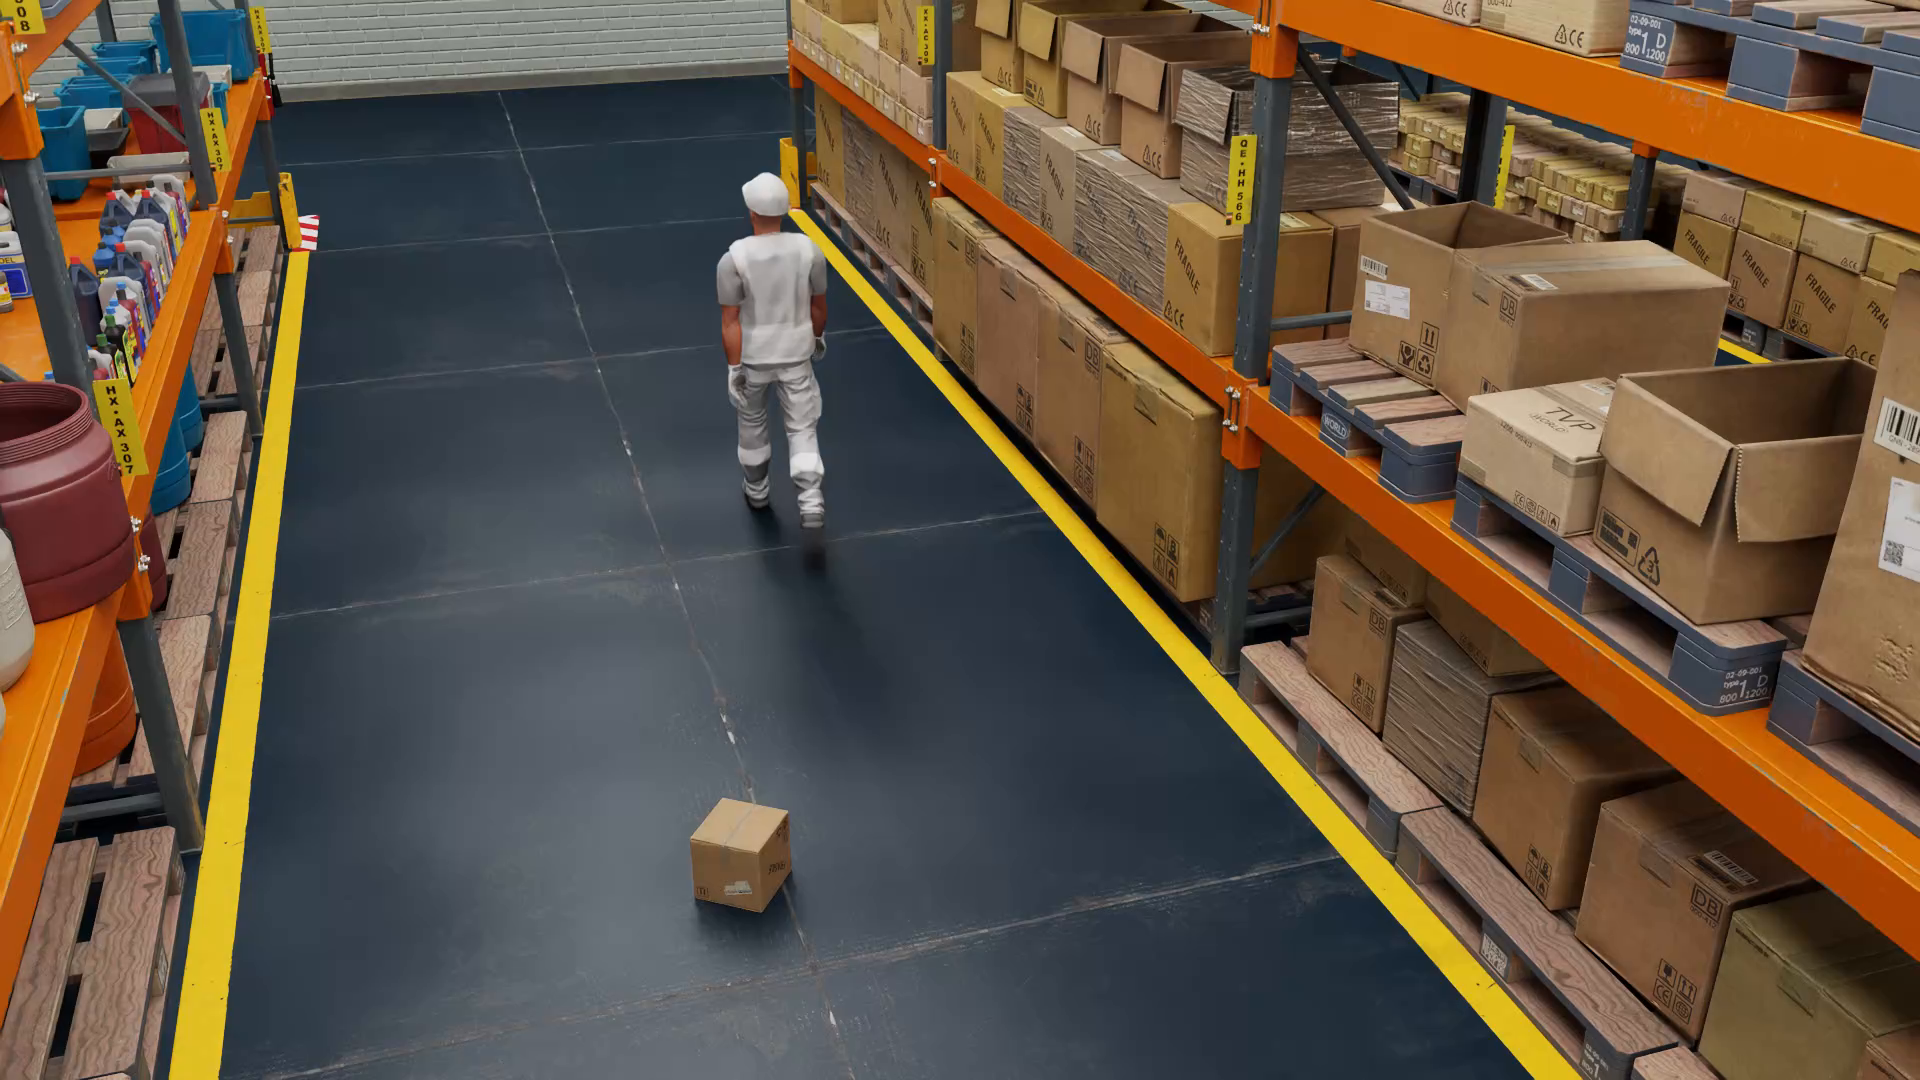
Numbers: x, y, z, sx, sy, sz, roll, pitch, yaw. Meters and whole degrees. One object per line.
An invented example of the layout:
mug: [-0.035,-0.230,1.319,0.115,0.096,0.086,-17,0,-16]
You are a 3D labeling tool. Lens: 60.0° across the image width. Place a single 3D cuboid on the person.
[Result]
person: [-0.869,-0.875,7.869,0.533,1.752,0.965,-6,27,-12]
